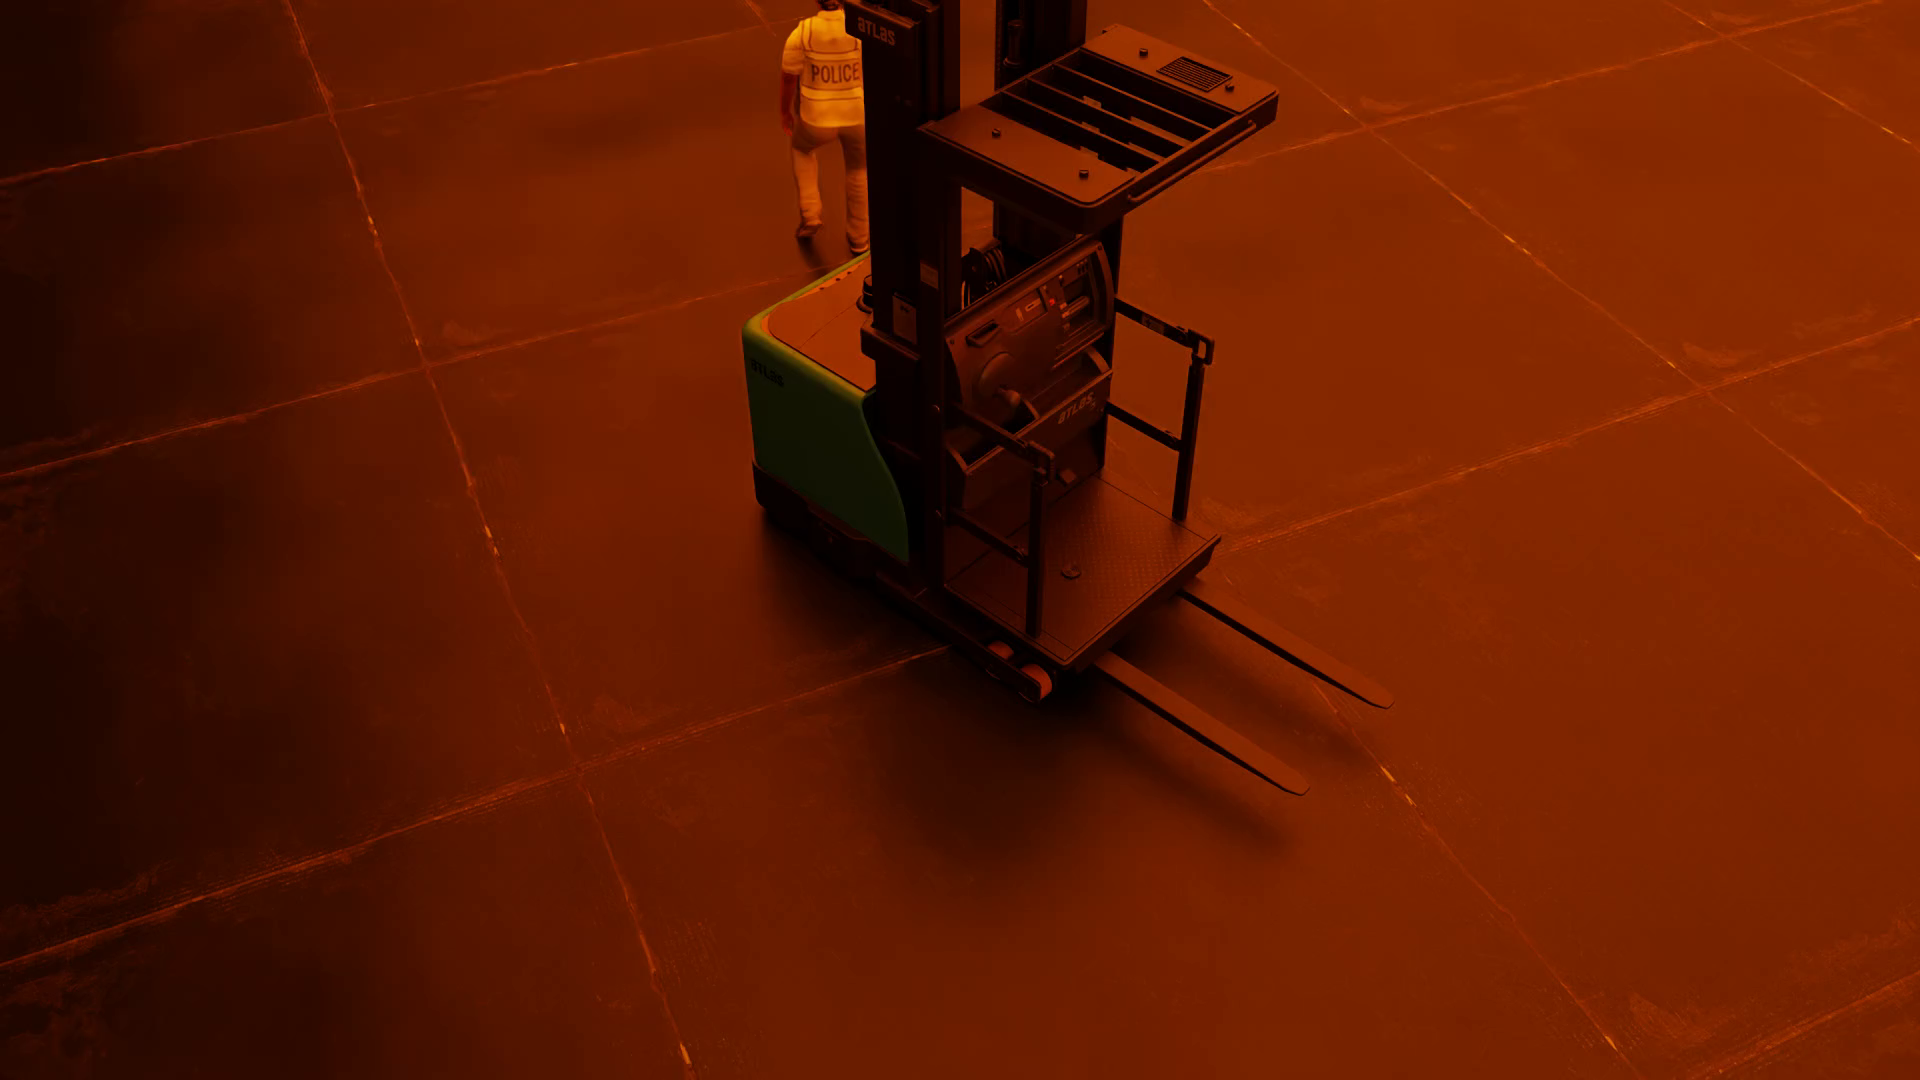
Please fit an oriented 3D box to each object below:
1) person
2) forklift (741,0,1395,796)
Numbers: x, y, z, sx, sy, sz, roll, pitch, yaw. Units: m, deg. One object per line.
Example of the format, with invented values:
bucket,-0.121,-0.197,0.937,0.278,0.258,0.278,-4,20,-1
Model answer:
person,-0.695,-2.369,9.173,0.592,1.659,0.490,-6,43,-6
forklift,0.445,-0.788,6.525,3.031,2.935,1.130,32,52,30
